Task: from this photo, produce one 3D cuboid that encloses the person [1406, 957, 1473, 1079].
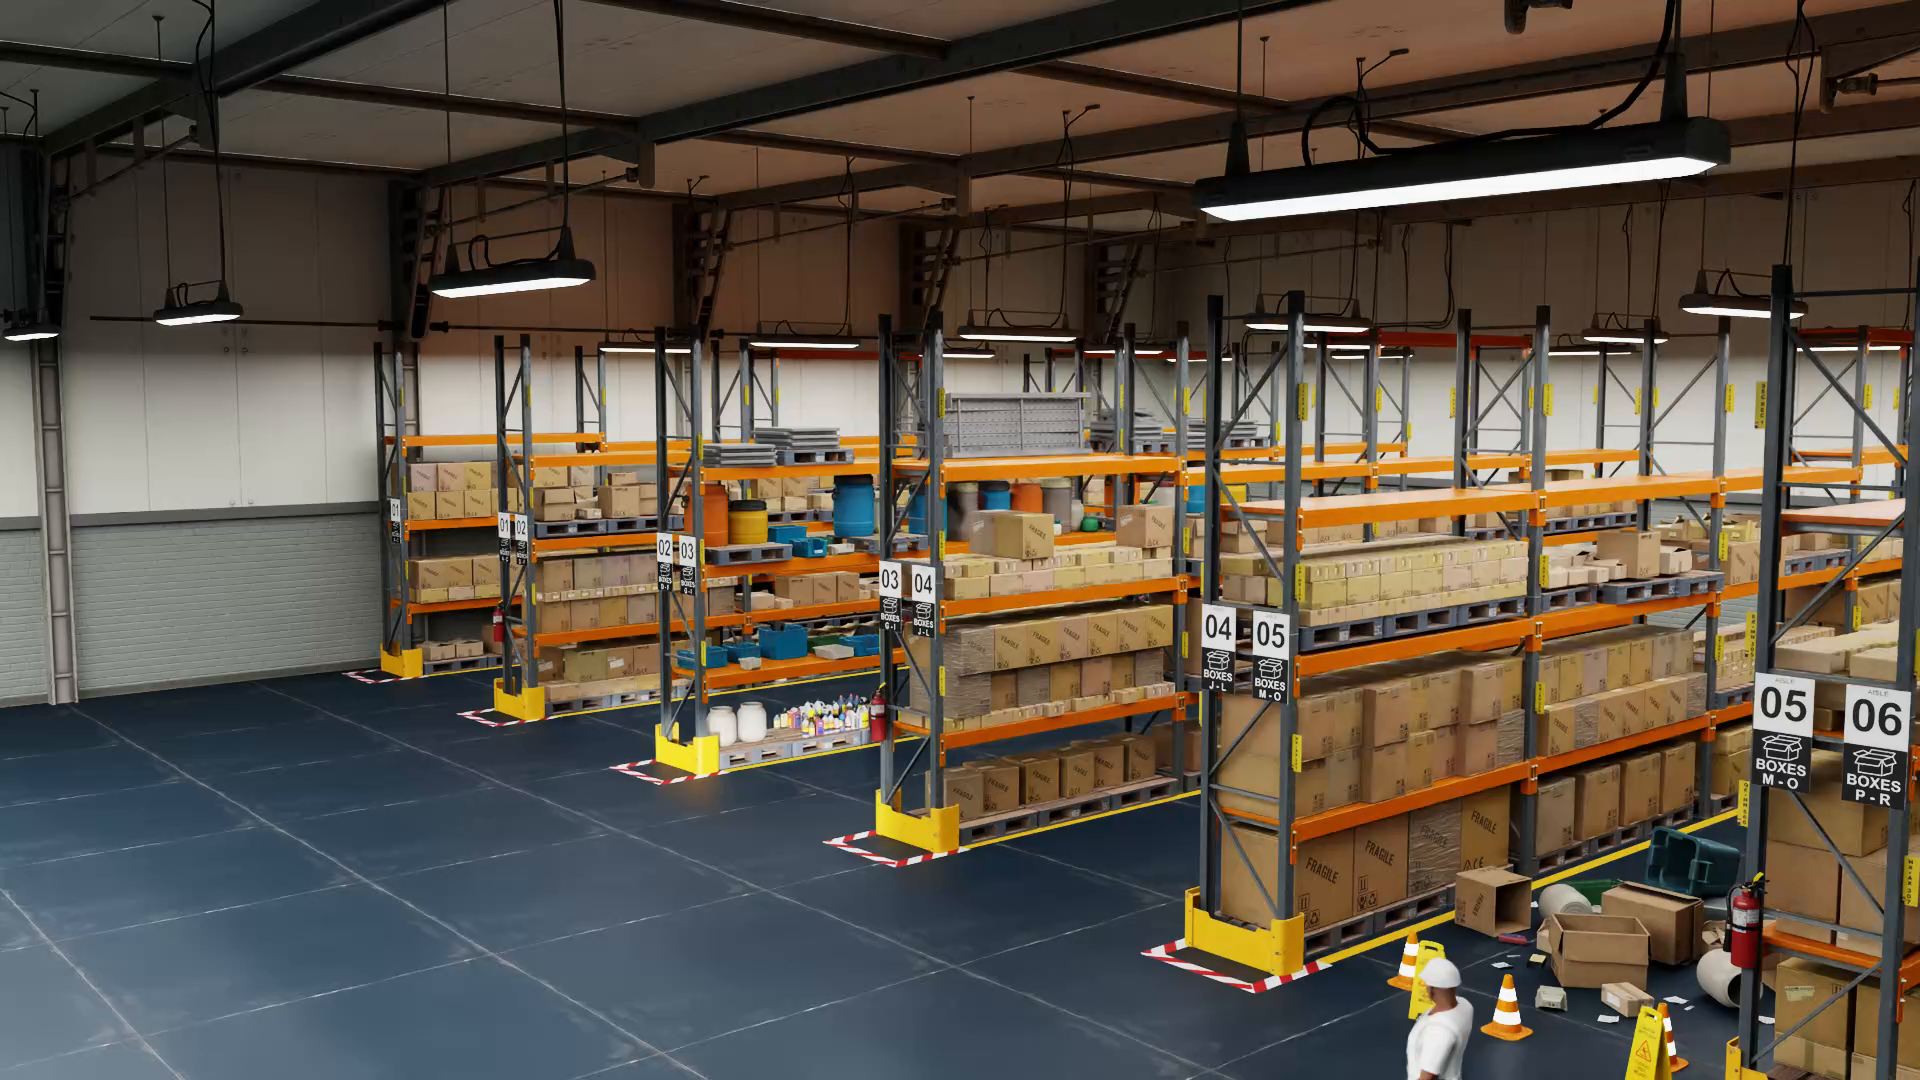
[{"bbox_3d":[2.819,3.374,10.080,0.524,1.774,0.657,2,6,19],"label":"person"}]
